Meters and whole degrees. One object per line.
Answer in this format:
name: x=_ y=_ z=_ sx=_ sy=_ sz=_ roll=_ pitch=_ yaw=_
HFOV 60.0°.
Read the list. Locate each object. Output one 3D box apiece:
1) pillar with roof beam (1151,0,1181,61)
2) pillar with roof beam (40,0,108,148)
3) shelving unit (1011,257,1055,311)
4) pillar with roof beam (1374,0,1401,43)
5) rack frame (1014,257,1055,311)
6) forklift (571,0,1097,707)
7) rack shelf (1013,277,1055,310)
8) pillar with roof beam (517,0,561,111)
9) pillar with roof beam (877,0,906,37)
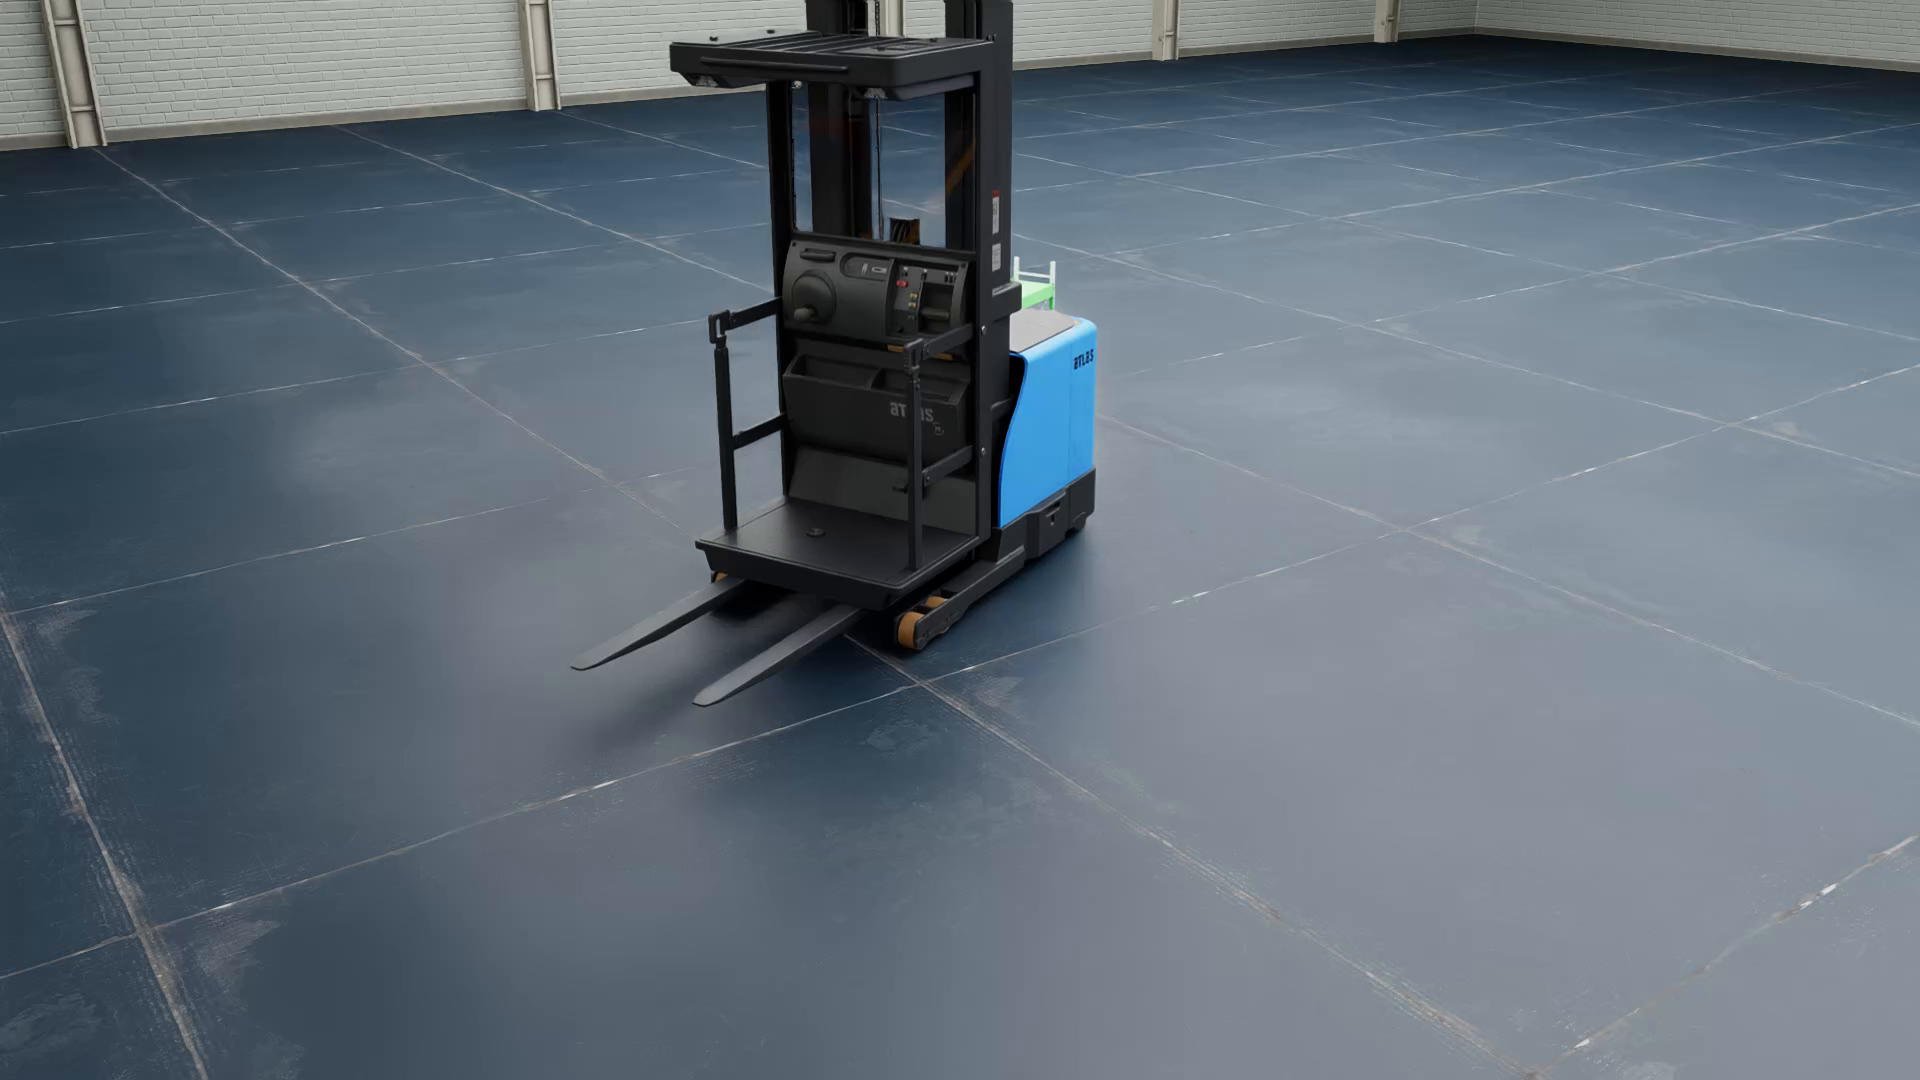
pillar with roof beam: x=6.264 y=-11.693 z=25.559 sx=0.400 sy=9.000 sz=9.100 roll=-15 pitch=26 yaw=-33
pillar with roof beam: x=-8.347 y=-7.797 z=15.795 sx=0.400 sy=9.000 sz=9.100 roll=-15 pitch=26 yaw=-33
shelving unit: x=0.279 y=-0.873 z=8.964 sx=0.258 sy=1.200 sz=0.503 roll=12 pitch=25 yaw=28
pillar with roof beam: x=11.135 y=-12.992 z=28.813 sx=0.400 sy=9.000 sz=9.100 roll=-15 pitch=26 yaw=-33
rack frame: x=0.401 y=-0.951 z=9.160 sx=0.240 sy=1.200 sz=0.015 roll=12 pitch=25 yaw=28
forklift: x=-0.484 y=-1.077 z=7.142 sx=1.130 sy=2.935 sz=3.031 roll=12 pitch=25 yaw=28
rack shelf: x=0.279 y=-1.259 z=8.810 sx=0.258 sy=0.148 sz=0.480 roll=12 pitch=25 yaw=28
pillar with roof beam: x=-3.477 y=-9.096 z=19.050 sx=0.400 sy=9.000 sz=9.100 roll=-15 pitch=26 yaw=-33
pillar with roof beam: x=1.394 y=-10.395 z=22.304 sx=0.400 sy=9.000 sz=9.100 roll=-15 pitch=26 yaw=-33
